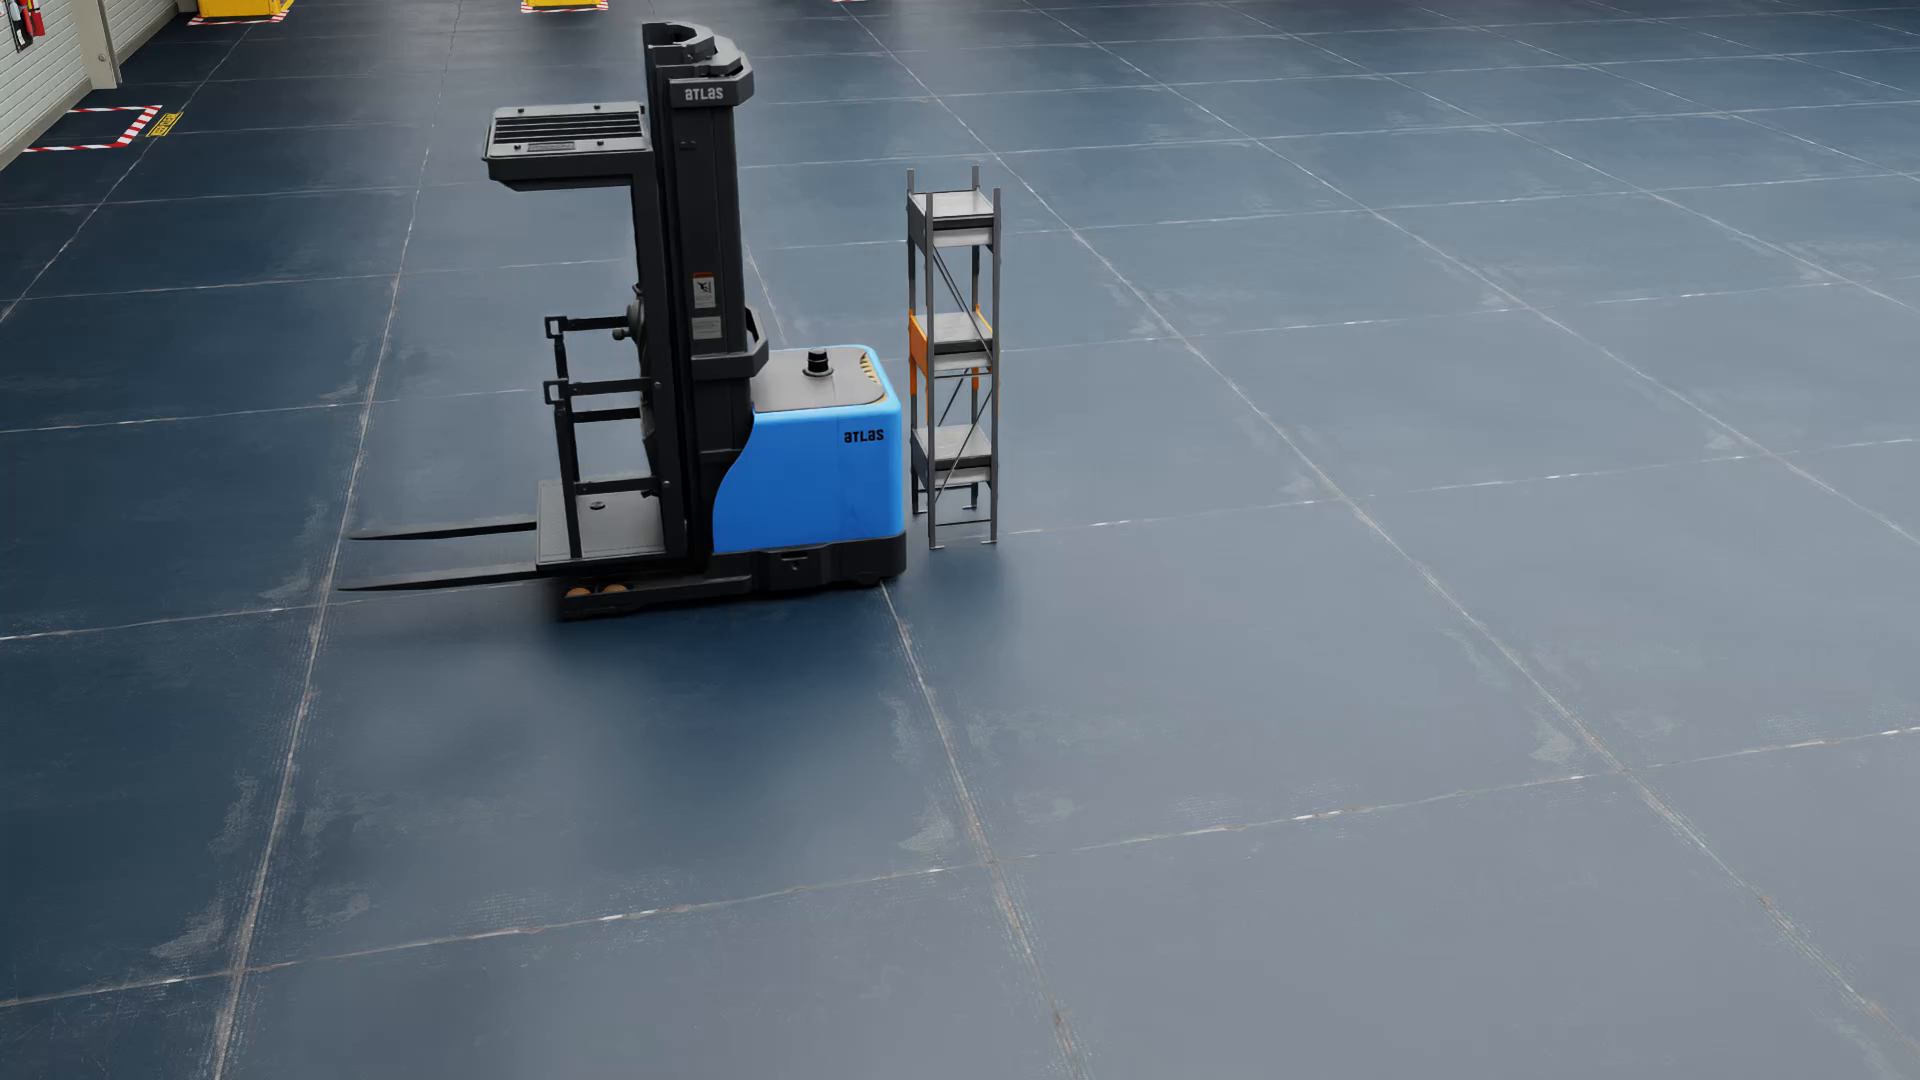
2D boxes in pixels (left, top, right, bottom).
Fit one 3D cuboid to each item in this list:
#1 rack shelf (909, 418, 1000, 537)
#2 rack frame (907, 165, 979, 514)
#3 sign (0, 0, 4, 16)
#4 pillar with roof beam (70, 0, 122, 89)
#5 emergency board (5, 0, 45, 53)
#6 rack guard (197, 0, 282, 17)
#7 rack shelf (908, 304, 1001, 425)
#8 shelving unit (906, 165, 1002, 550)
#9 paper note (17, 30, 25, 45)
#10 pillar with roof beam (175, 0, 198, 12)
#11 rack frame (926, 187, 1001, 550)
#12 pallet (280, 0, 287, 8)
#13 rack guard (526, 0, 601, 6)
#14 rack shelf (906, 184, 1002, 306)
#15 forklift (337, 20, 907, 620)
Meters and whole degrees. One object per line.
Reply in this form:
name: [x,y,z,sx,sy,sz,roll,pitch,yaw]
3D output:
rack shelf: [-0.037,-0.373,9.742,0.431,0.518,0.480,-6,27,-12]
rack frame: [-0.092,-1.117,9.633,0.400,2.100,0.015,-6,27,-12]
sign: [-10.372,-5.821,17.915,0.001,0.329,0.234,-6,27,-12]
pillar with roof beam: [-6.721,-10.263,20.096,9.100,9.000,0.400,-6,27,-12]
emergency board: [-10.396,-6.059,18.425,0.194,1.169,0.643,-6,27,-12]
rack guard: [-11.284,-8.479,25.995,1.175,0.500,0.348,-6,27,-12]
rack shelf: [-0.037,-0.998,9.427,0.431,0.518,0.480,-6,27,-12]
shelving unit: [-0.037,-1.010,9.421,0.431,2.100,0.503,-6,27,-12]
paper note: [-10.423,-5.581,18.455,0.016,0.148,0.142,-6,27,-12]
pillar with roof beam: [-8.073,-12.897,25.315,9.100,9.000,0.400,-6,27,-12]
rack frame: [0.018,-0.903,9.209,0.400,2.100,0.015,-6,27,-12]
pallet: [-11.433,-8.711,26.774,1.003,0.211,1.213,-6,27,-12]
rack guard: [-6.436,-8.940,26.908,1.175,0.500,0.348,-6,27,-12]
rack shelf: [-0.037,-1.623,9.112,0.431,0.518,0.480,-6,27,-12]
forklift: [-1.870,-1.142,8.760,3.031,2.935,1.130,-6,27,-11]
